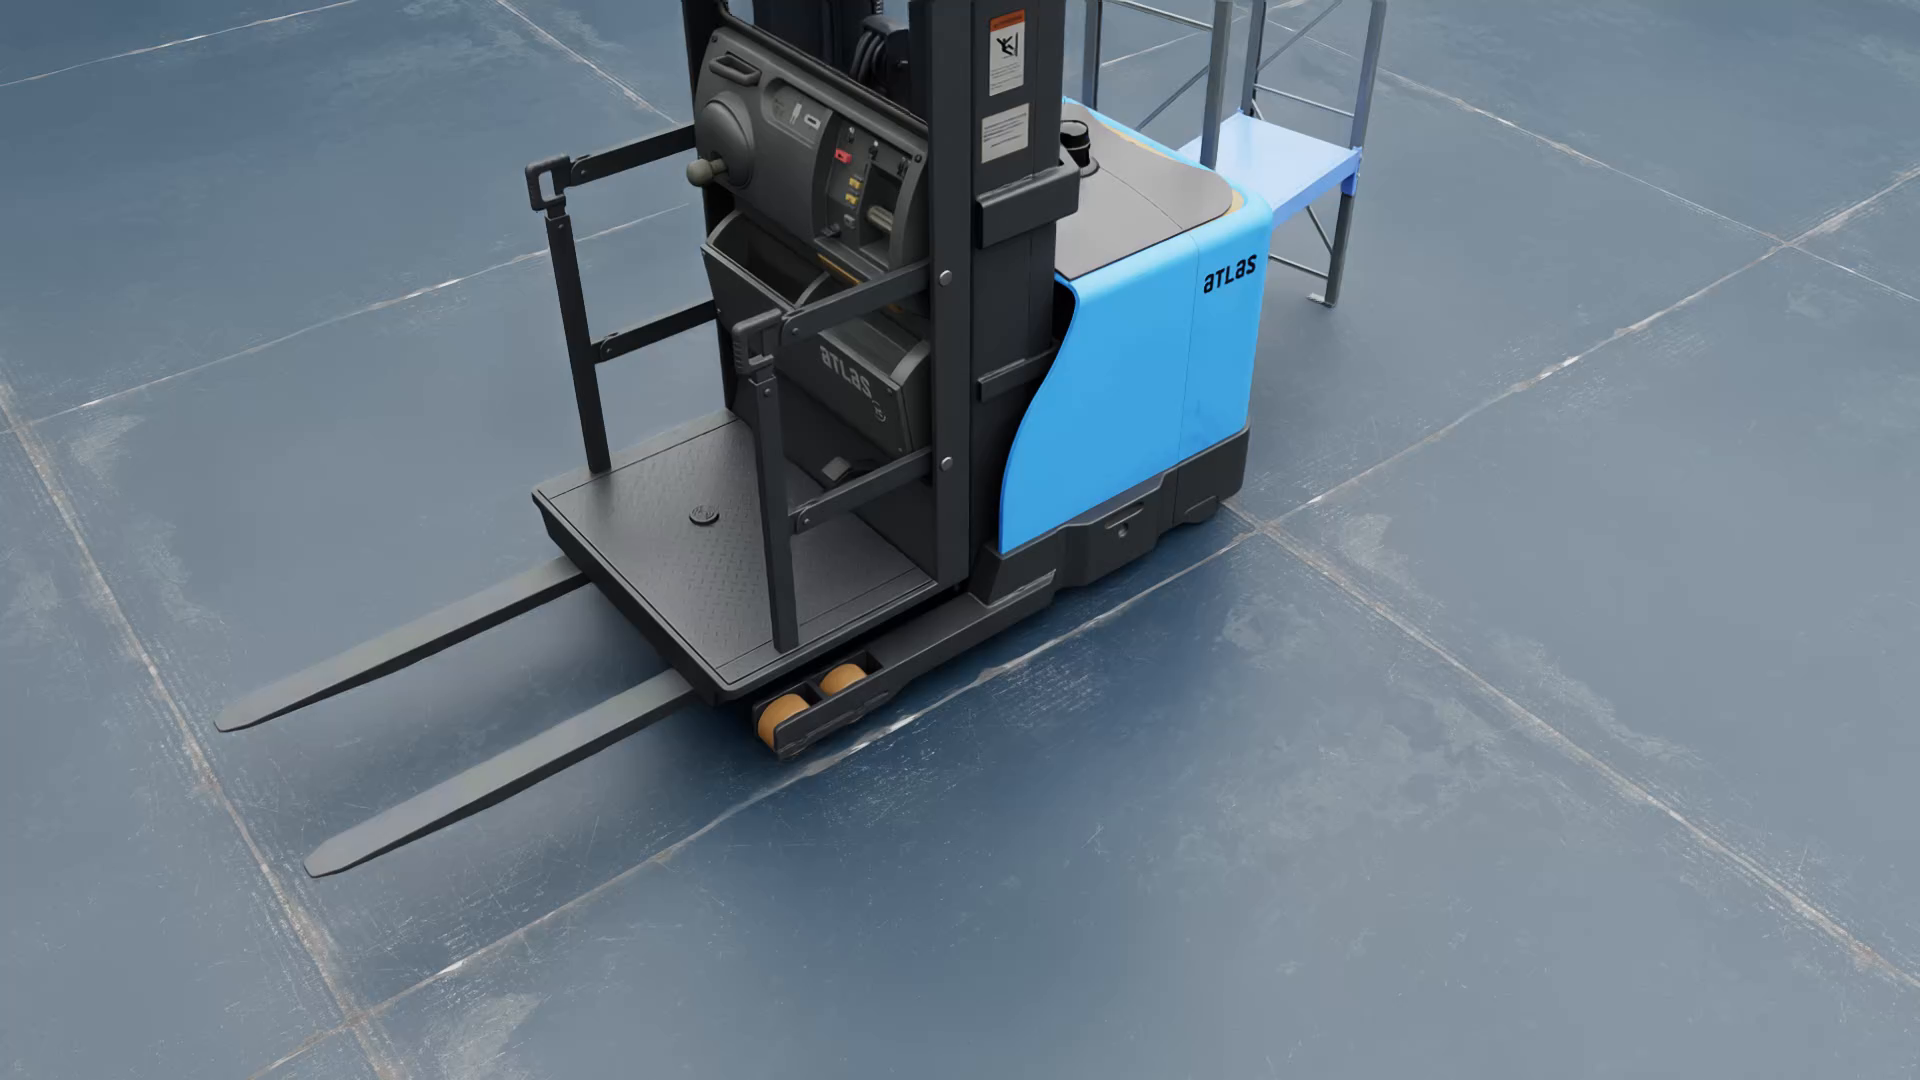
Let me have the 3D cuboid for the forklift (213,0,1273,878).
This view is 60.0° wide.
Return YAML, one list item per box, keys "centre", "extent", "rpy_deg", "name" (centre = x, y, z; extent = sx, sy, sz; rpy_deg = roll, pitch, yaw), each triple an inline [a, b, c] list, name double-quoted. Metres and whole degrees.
- centre: [-0.554, -0.926, 4.068]
  extent: [3.031, 2.935, 1.130]
  rpy_deg: [-27, 46, -29]
  name: "forklift"

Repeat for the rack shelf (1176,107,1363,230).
- centre: [0.914, -1.186, 5.797]
  extent: [0.538, 0.185, 1.000]
  rpy_deg: [28, 47, 30]
  name: "rack shelf"

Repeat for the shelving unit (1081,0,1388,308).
- centre: [0.914, -1.325, 5.683]
  extent: [0.538, 1.500, 1.048]
  rpy_deg: [28, 47, 30]
  name: "shelving unit"

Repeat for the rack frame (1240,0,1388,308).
- centre: [1.239, -1.573, 5.985]
  extent: [0.500, 1.500, 0.032]
  rpy_deg: [28, 47, 30]
  name: "rack frame"

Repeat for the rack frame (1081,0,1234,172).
- centre: [0.588, -1.078, 5.381]
  extent: [0.500, 1.500, 0.032]
  rpy_deg: [28, 47, 30]
  name: "rack frame"
